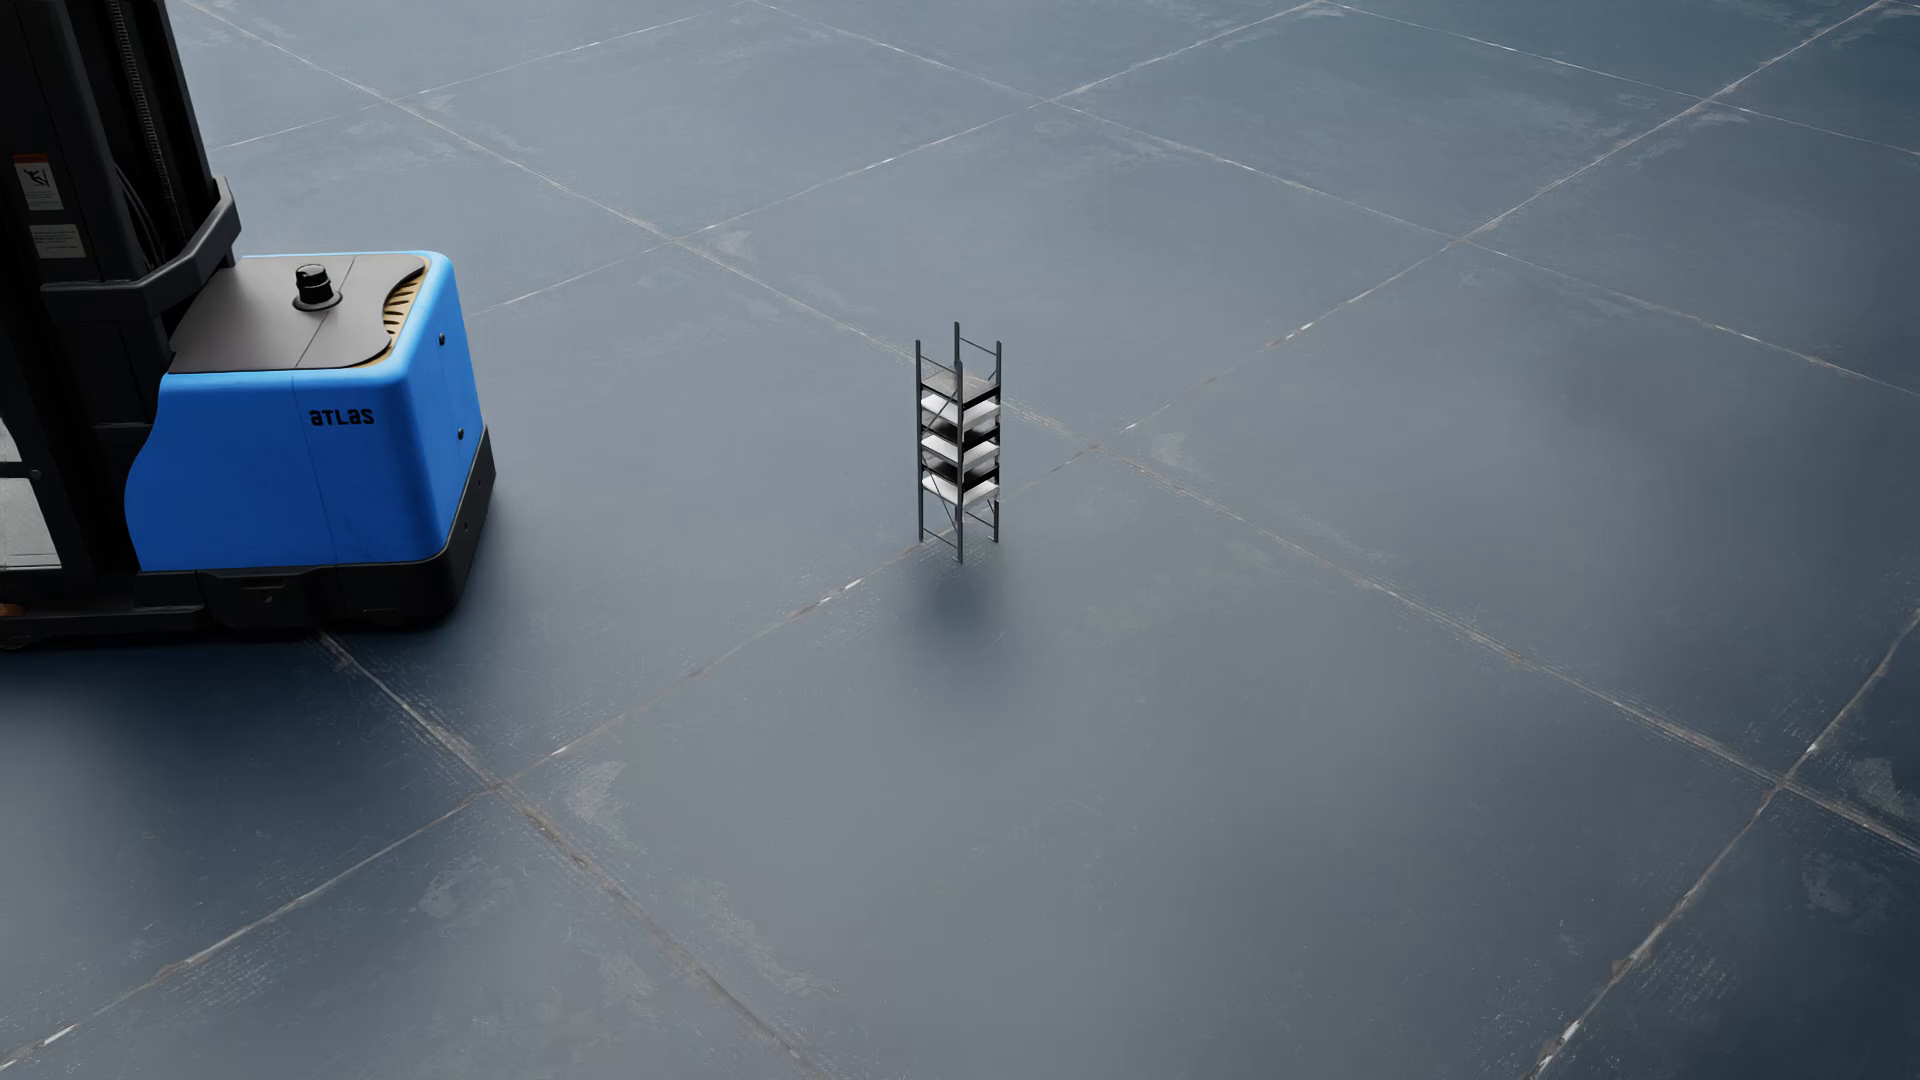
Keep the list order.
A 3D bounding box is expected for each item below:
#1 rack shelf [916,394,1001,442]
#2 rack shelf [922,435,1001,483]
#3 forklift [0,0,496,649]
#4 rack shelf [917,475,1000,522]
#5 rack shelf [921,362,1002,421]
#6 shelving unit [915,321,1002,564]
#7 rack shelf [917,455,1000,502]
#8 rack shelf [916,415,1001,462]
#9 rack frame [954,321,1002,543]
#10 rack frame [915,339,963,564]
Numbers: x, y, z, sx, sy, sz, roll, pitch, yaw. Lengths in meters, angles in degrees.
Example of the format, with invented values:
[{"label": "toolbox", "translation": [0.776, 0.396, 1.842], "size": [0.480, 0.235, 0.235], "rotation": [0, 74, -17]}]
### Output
[{"label": "rack shelf", "translation": [-0.006, -0.486, 6.304], "size": [0.258, 0.077, 0.200], "rotation": [30, 45, 35]}, {"label": "rack shelf", "translation": [-0.006, -0.338, 6.407], "size": [0.258, 0.077, 0.200], "rotation": [30, 45, 35]}, {"label": "forklift", "translation": [-3.410, -1.109, 5.678], "size": [3.031, 2.935, 1.130], "rotation": [-2, 35, -3]}, {"label": "rack shelf", "translation": [-0.006, -0.191, 6.510], "size": [0.258, 0.077, 0.200], "rotation": [30, 45, 35]}, {"label": "rack shelf", "translation": [-0.006, -0.560, 6.252], "size": [0.258, 0.077, 0.200], "rotation": [30, 45, 35]}, {"label": "shelving unit", "translation": [-0.006, -0.366, 6.388], "size": [0.258, 0.900, 0.210], "rotation": [30, 45, 35]}, {"label": "rack shelf", "translation": [-0.006, -0.265, 6.458], "size": [0.258, 0.077, 0.200], "rotation": [30, 45, 35]}, {"label": "rack shelf", "translation": [-0.006, -0.412, 6.355], "size": [0.258, 0.077, 0.200], "rotation": [30, 45, 35]}, {"label": "rack frame", "translation": [0.066, -0.407, 6.447], "size": [0.240, 0.900, 0.006], "rotation": [30, 45, 35]}, {"label": "rack frame", "translation": [-0.077, -0.325, 6.329], "size": [0.240, 0.900, 0.006], "rotation": [30, 45, 35]}]
